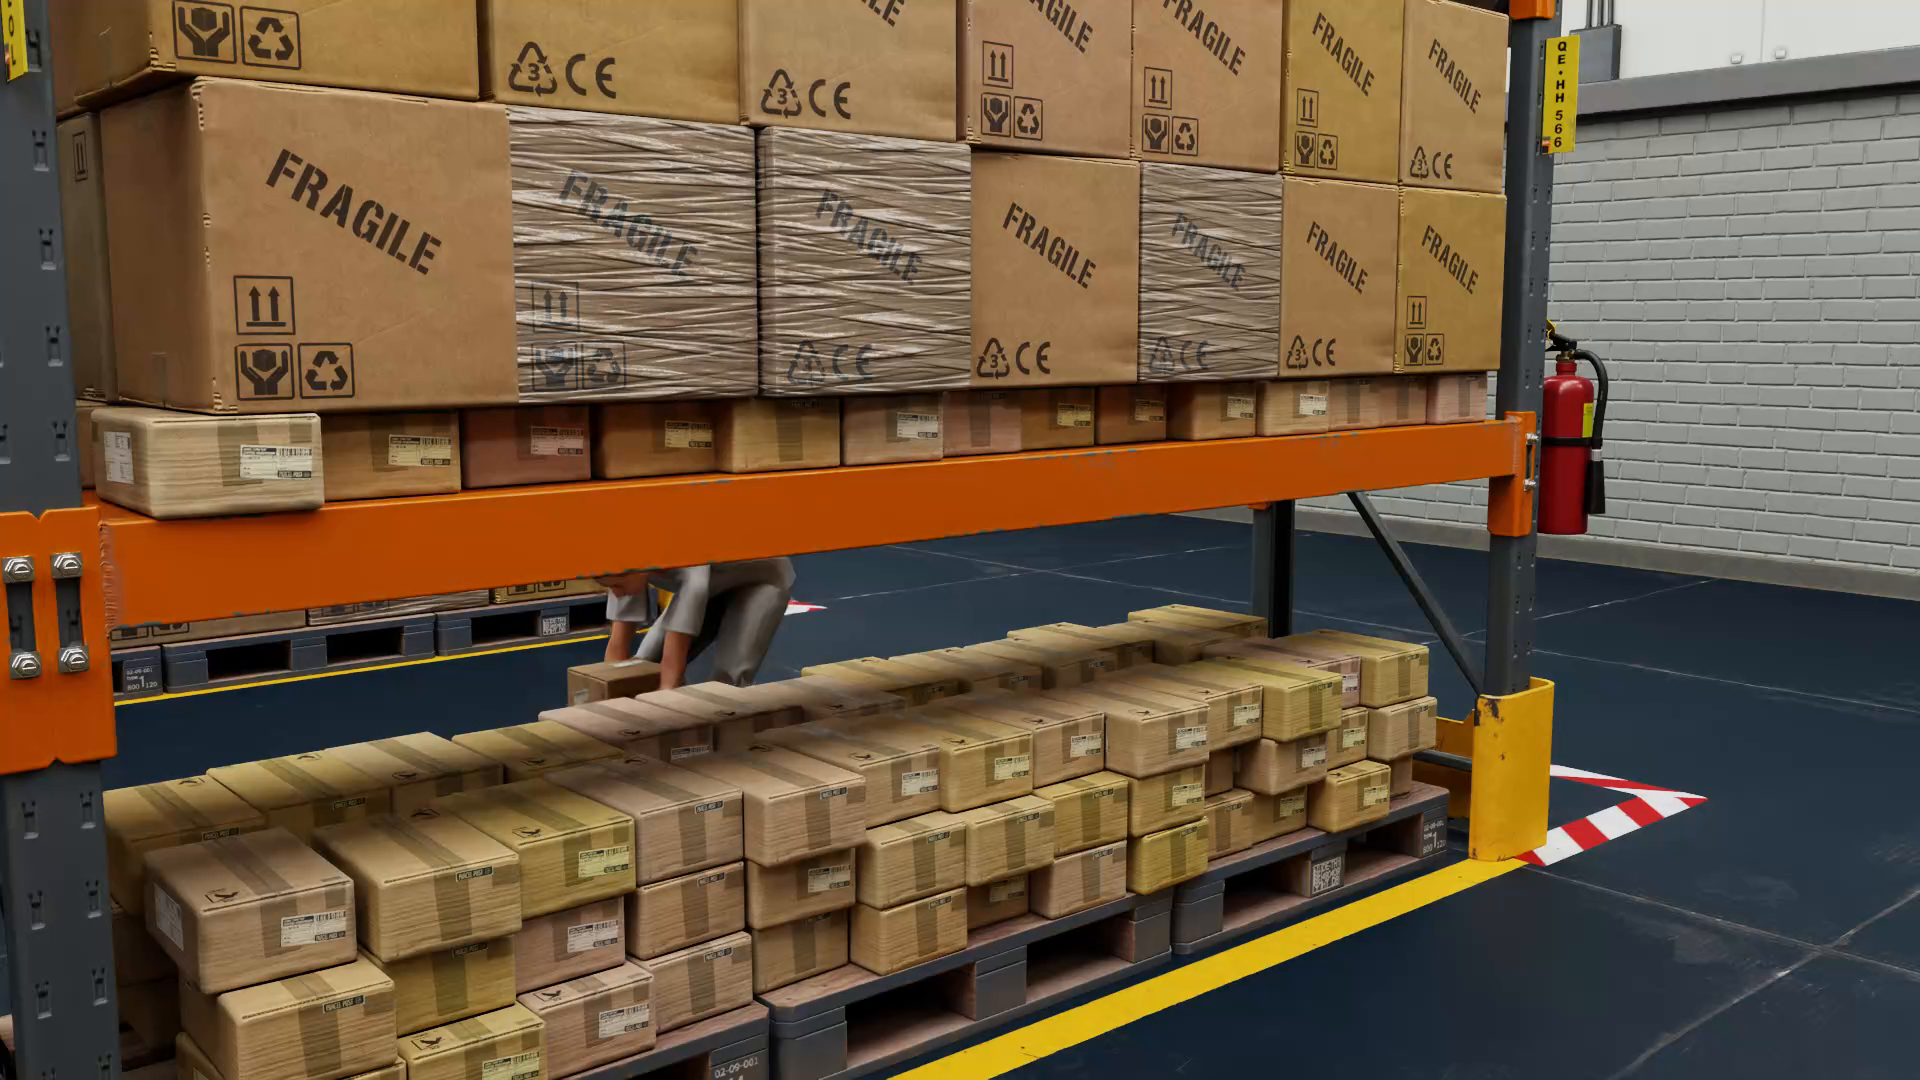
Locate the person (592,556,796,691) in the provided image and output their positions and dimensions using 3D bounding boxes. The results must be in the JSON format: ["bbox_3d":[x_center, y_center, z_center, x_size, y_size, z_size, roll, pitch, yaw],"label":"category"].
[{"bbox_3d":[-0.885,0.389,5.404,0.461,1.005,0.865,5,9,33],"label":"person"}]
